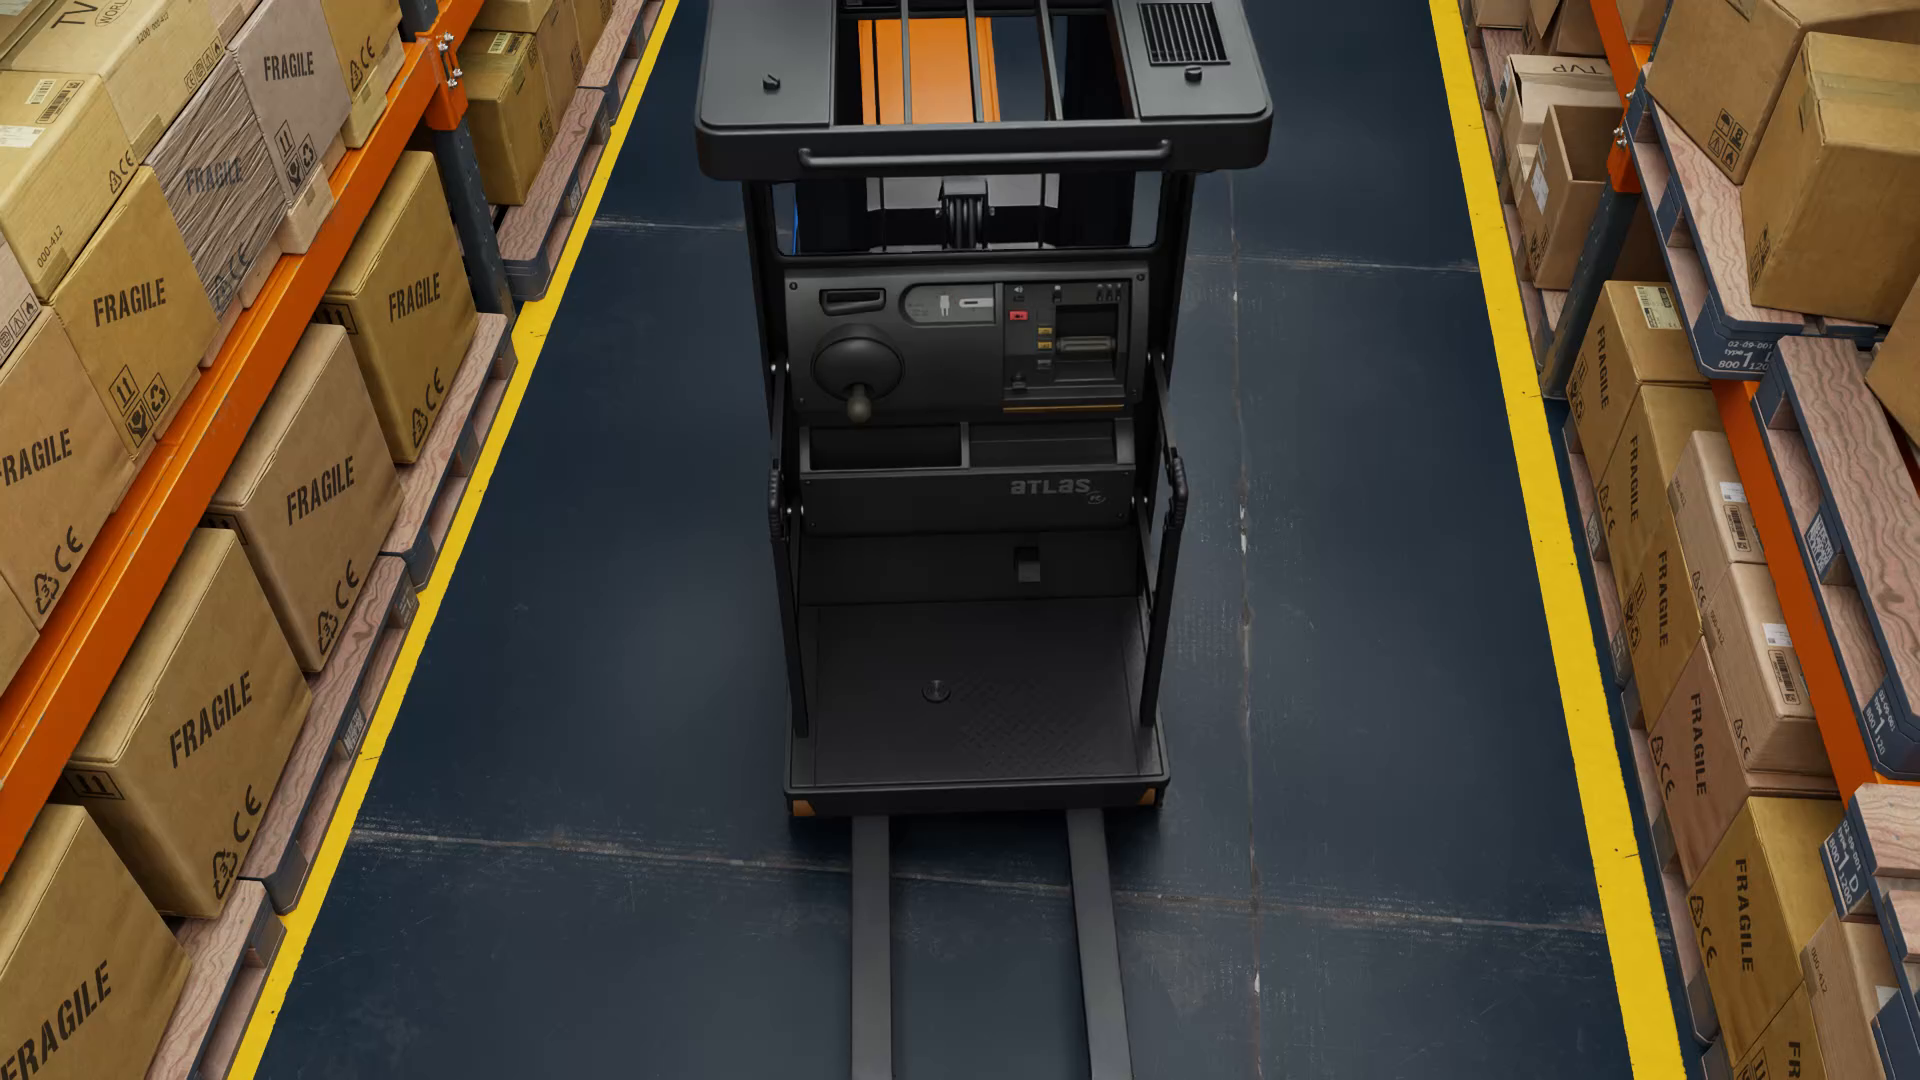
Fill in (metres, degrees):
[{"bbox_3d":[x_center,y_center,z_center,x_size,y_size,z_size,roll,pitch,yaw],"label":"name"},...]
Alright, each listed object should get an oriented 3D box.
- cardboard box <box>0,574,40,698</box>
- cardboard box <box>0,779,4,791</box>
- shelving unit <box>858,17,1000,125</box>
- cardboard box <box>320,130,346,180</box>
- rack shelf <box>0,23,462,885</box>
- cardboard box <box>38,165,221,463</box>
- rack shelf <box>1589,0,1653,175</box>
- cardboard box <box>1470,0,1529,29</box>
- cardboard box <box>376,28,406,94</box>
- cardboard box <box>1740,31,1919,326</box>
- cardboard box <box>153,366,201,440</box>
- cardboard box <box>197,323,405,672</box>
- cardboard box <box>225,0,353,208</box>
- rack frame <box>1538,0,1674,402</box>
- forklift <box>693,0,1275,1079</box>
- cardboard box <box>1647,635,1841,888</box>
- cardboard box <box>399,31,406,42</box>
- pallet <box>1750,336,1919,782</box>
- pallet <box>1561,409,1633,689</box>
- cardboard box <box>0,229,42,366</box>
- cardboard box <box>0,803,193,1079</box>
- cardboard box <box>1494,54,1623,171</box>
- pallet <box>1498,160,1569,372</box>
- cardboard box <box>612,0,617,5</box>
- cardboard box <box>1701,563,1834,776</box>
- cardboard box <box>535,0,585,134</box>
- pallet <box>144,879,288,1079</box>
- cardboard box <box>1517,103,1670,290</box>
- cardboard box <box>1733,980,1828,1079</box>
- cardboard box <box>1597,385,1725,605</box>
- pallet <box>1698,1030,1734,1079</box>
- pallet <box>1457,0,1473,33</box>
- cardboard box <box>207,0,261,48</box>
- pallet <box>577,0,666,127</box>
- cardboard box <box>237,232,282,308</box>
[{"bbox_3d":[-2.256,0.197,3.254,0.500,0.500,0.500,5,48,5],"label":"cardboard box"},{"bbox_3d":[-2.212,0.539,3.381,0.380,0.149,0.250,5,48,5],"label":"cardboard box"},{"bbox_3d":[-0.118,-1.313,6.189,0.538,1.125,1.048,-2,48,-2],"label":"shelving unit"},{"bbox_3d":[-2.065,-1.158,4.933,0.380,0.149,0.250,5,48,5],"label":"cardboard box"},{"bbox_3d":[-2.430,-0.165,4.356,1.077,0.370,4.000,4,48,4],"label":"rack shelf"},{"bbox_3d":[-2.170,-0.551,3.938,0.500,0.500,0.500,5,48,5],"label":"cardboard box"},{"bbox_3d":[2.868,-2.774,6.742,1.077,0.370,4.000,4,48,4],"label":"rack shelf"},{"bbox_3d":[2.627,-2.592,7.653,0.500,0.250,0.500,4,48,4],"label":"cardboard box"},{"bbox_3d":[-1.997,-1.532,5.275,0.380,0.149,0.250,4,48,4],"label":"cardboard box"},{"bbox_3d":[2.420,-0.880,4.170,0.700,0.500,0.500,11,48,10],"label":"cardboard box"},{"bbox_3d":[-2.192,-0.407,4.246,0.380,0.149,0.250,5,48,5],"label":"cardboard box"},{"bbox_3d":[-2.256,-0.154,5.030,0.750,0.750,0.750,5,48,5],"label":"cardboard box"},{"bbox_3d":[-2.075,-1.287,4.611,0.500,0.500,0.500,4,48,4],"label":"cardboard box"},{"bbox_3d":[2.686,-1.547,5.132,1.000,3.000,0.127,4,48,4],"label":"rack frame"},{"bbox_3d":[0.031,-0.411,4.139,1.130,2.935,3.031,-2,48,-2],"label":"forklift"},{"bbox_3d":[2.262,0.618,4.548,0.500,0.500,0.500,2,48,2],"label":"cardboard box"},{"bbox_3d":[-2.289,-1.844,6.374,0.380,0.149,0.250,4,48,3],"label":"cardboard box"},{"bbox_3d":[2.494,0.028,3.822,1.003,0.211,1.213,4,48,4],"label":"pallet"},{"bbox_3d":[2.649,-0.006,5.612,1.003,0.211,1.213,4,48,4],"label":"pallet"},{"bbox_3d":[-2.224,-0.411,3.302,0.500,0.250,0.500,4,48,4],"label":"cardboard box"},{"bbox_3d":[-2.415,1.114,3.871,0.750,0.750,0.750,3,48,3],"label":"cardboard box"},{"bbox_3d":[2.523,-1.777,6.867,0.500,0.311,0.500,4,48,4],"label":"cardboard box"},{"bbox_3d":[2.749,-1.111,6.623,1.003,0.211,1.213,4,48,4],"label":"pallet"},{"bbox_3d":[-1.938,-2.857,7.739,0.700,0.500,0.500,2,48,2],"label":"cardboard box"},{"bbox_3d":[2.263,0.337,4.296,0.500,0.250,0.500,3,48,3],"label":"cardboard box"},{"bbox_3d":[-2.028,-2.087,7.036,0.700,0.500,0.500,3,48,3],"label":"cardboard box"},{"bbox_3d":[-2.465,1.429,4.300,1.003,0.211,1.213,4,48,4],"label":"pallet"},{"bbox_3d":[2.455,-1.290,6.293,0.500,0.500,0.500,4,48,4],"label":"cardboard box"},{"bbox_3d":[2.173,1.384,3.847,0.500,0.500,0.500,6,48,5],"label":"cardboard box"},{"bbox_3d":[2.361,-0.120,5.223,0.500,0.500,0.500,4,48,4],"label":"cardboard box"},{"bbox_3d":[2.427,1.787,3.972,1.003,0.211,1.213,4,48,4],"label":"pallet"},{"bbox_3d":[2.972,-2.904,8.263,1.003,0.211,1.213,4,48,4],"label":"pallet"},{"bbox_3d":[-2.092,-1.536,4.331,0.500,0.250,0.500,5,48,4],"label":"cardboard box"},{"bbox_3d":[-1.992,-2.389,7.792,1.003,0.211,1.213,4,48,4],"label":"pallet"},{"bbox_3d":[-2.119,-0.784,4.591,0.380,0.149,0.250,4,48,4],"label":"cardboard box"}]
